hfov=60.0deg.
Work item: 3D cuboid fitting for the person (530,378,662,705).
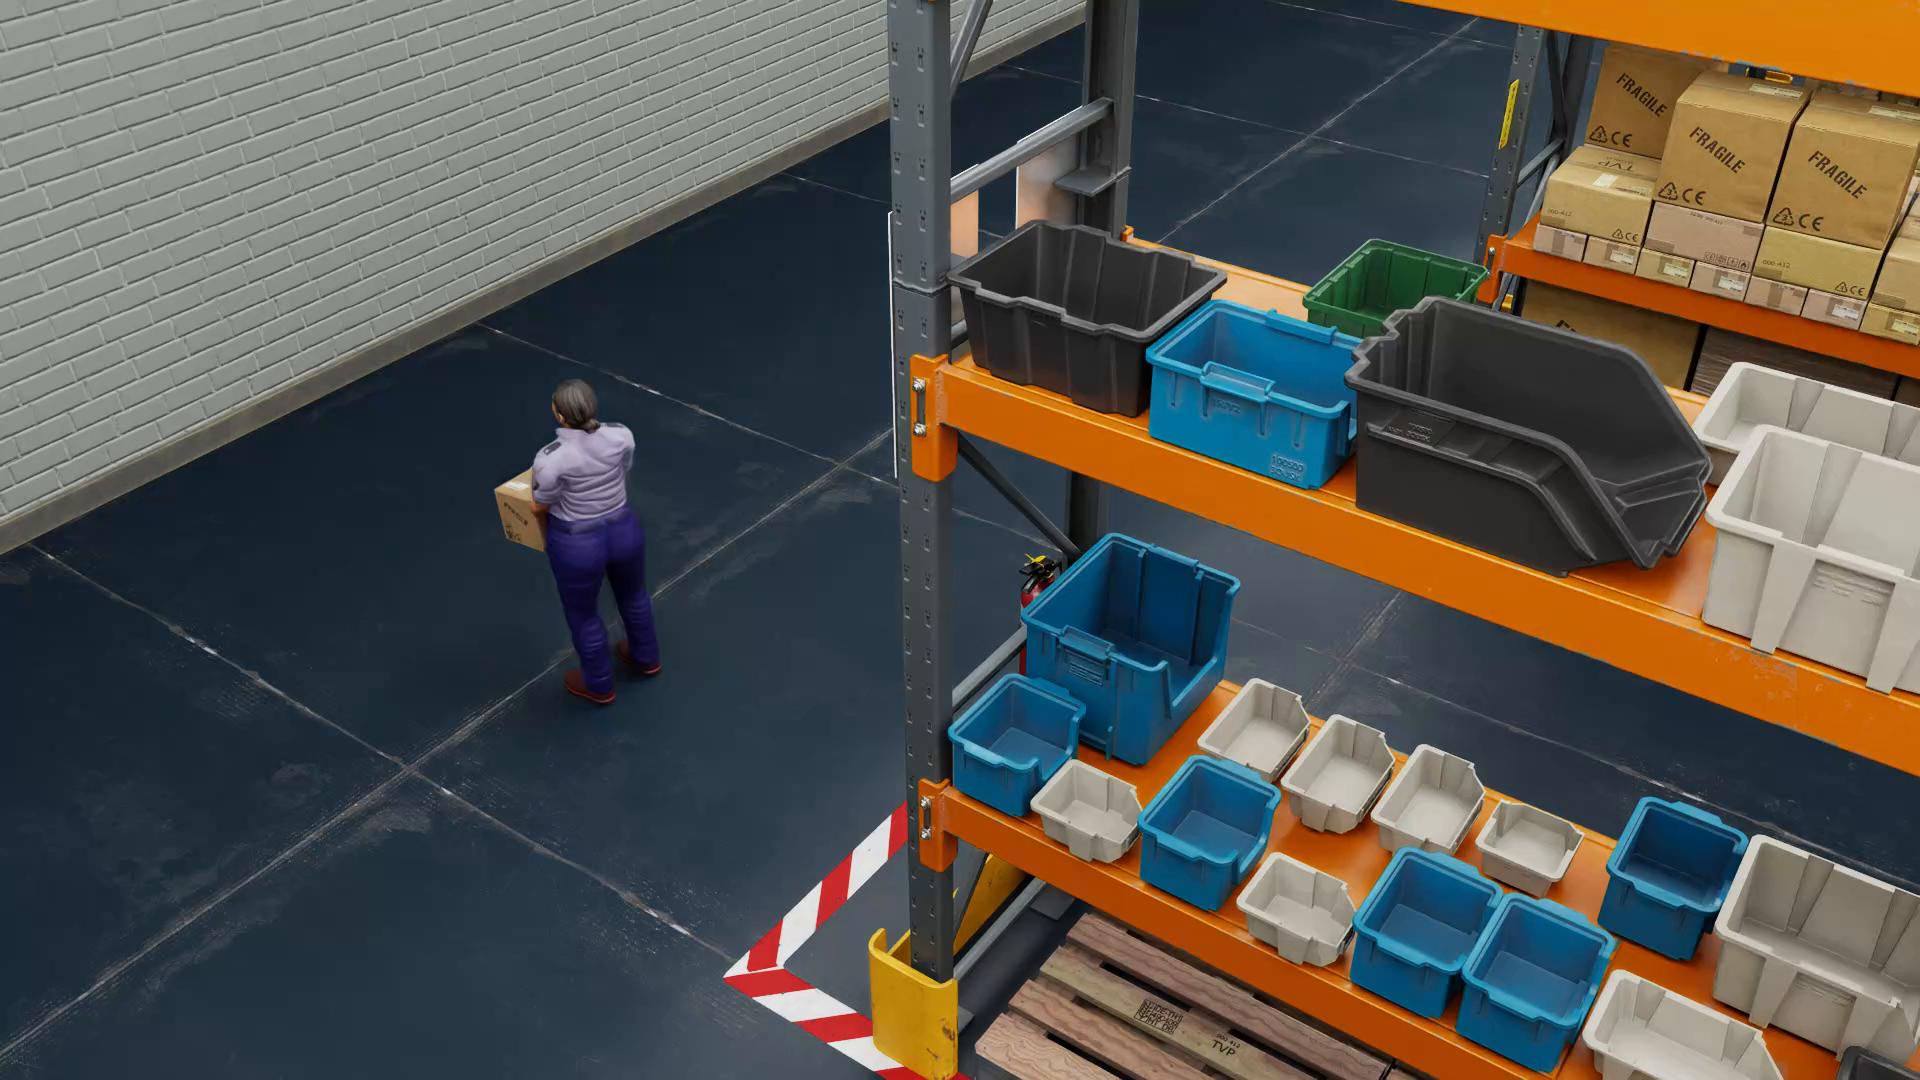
[{"bbox_3d":[-1.606,-0.016,7.188,0.483,1.638,0.486,-24,41,-30],"label":"person"}]
